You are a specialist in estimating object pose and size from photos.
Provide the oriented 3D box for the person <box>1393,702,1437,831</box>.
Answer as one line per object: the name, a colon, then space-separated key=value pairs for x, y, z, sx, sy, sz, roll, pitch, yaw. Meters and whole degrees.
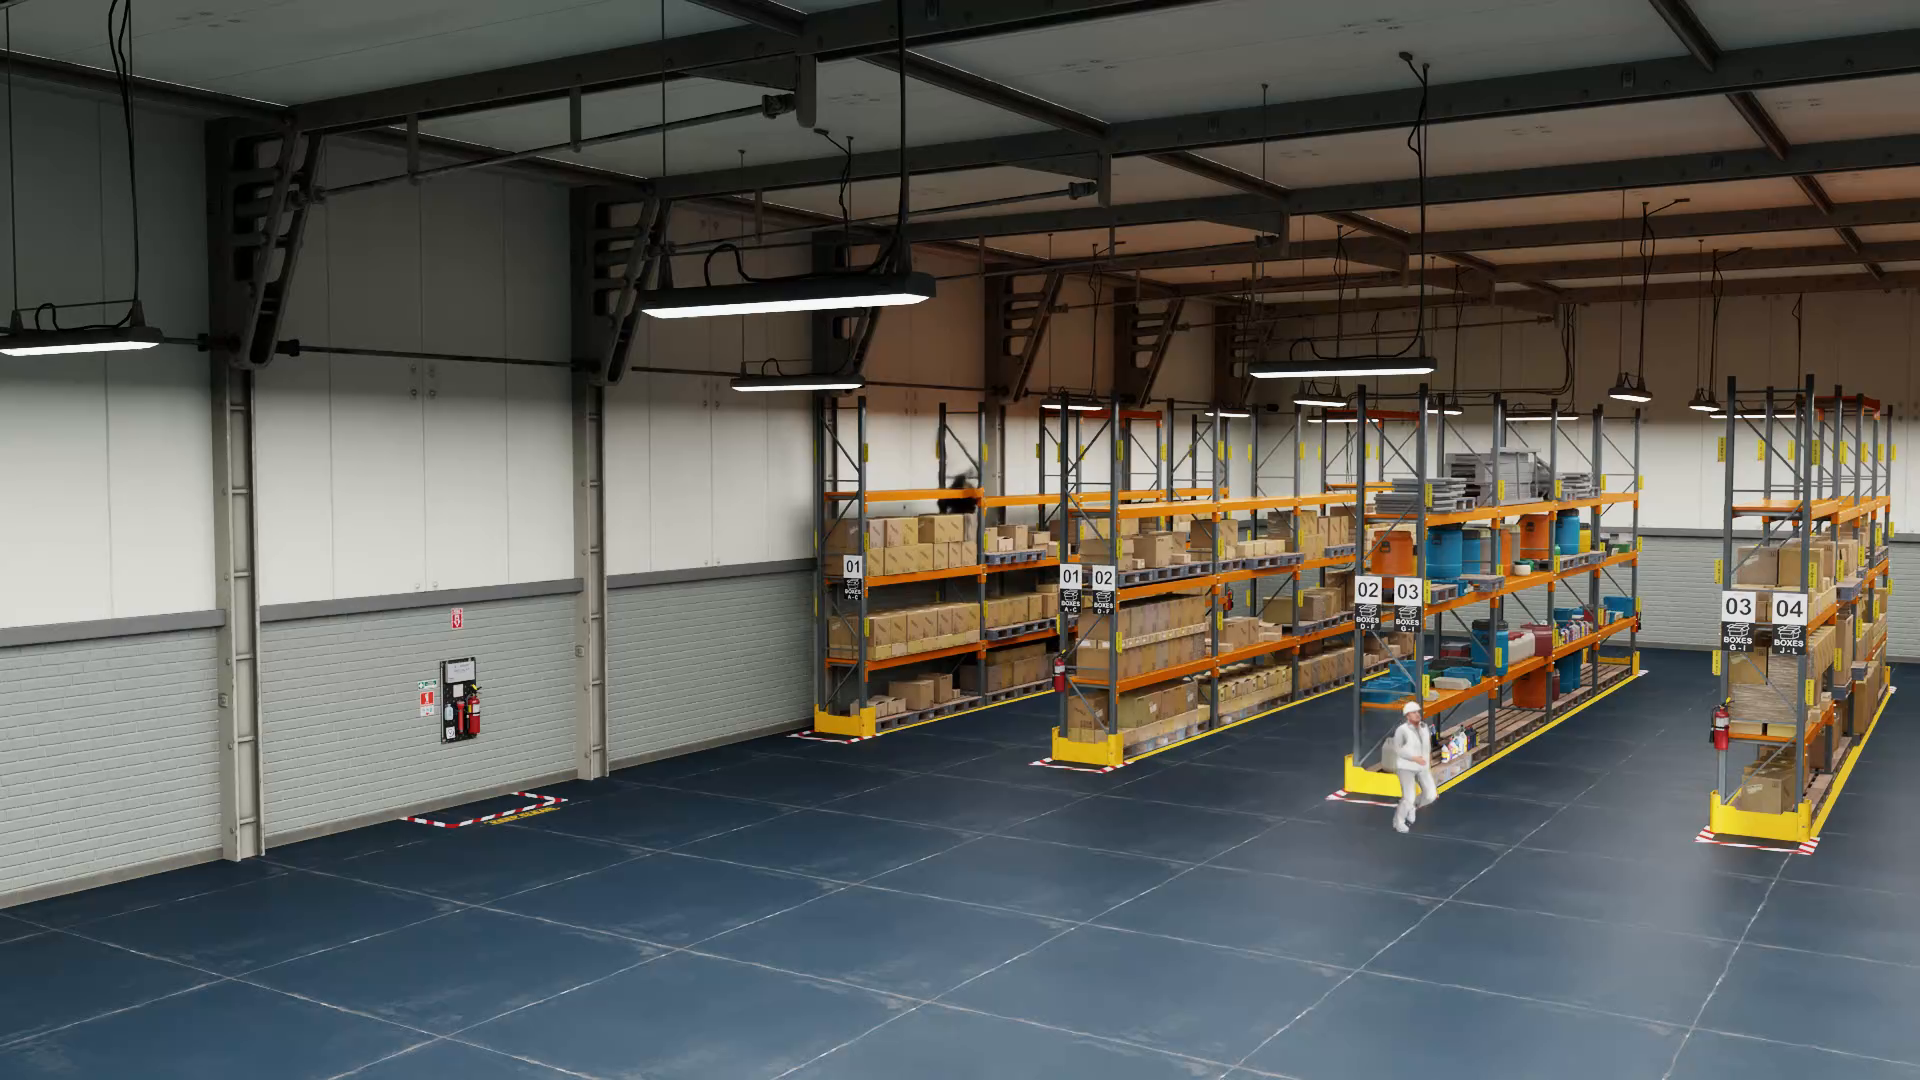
person: x=5.996 y=2.989 z=21.860 sx=0.686 sy=1.732 sz=0.693 roll=-1 pitch=3 yaw=-21
